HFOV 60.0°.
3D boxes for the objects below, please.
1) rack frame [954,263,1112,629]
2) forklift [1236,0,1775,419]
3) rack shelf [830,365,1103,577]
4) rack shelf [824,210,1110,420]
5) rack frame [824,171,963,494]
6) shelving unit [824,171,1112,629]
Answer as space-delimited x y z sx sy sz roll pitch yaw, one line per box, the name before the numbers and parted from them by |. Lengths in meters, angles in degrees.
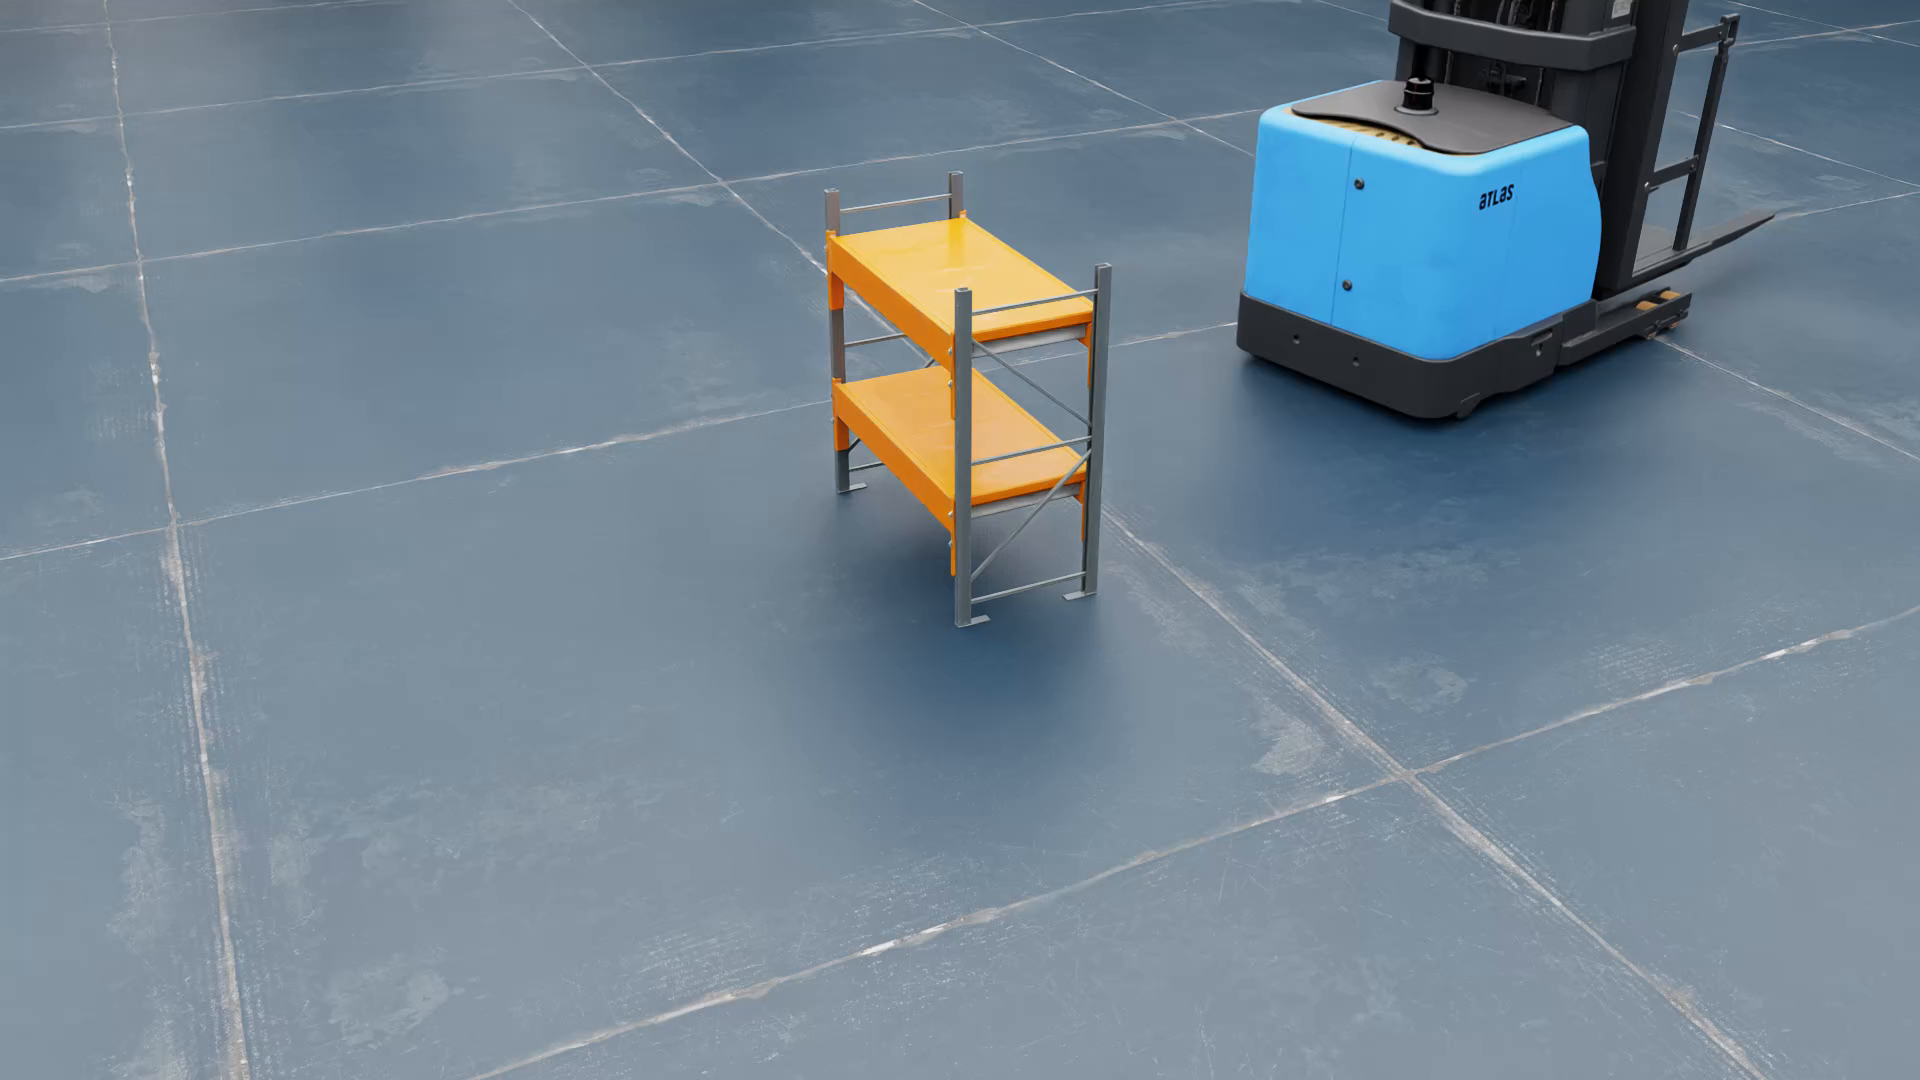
rack frame | 0.215 -0.269 5.080 0.500 1.125 0.032 -13 32 -22
forklift | 2.629 -2.337 6.921 3.031 2.935 1.130 -22 36 -34
rack shelf | -0.003 -0.280 5.600 0.538 0.278 1.000 -13 32 -22
rack shelf | -0.003 -0.749 5.337 0.538 0.278 1.000 -13 32 -22
rack frame | -0.221 -0.718 5.881 0.500 1.125 0.032 -13 32 -22
shelving unit | -0.003 -0.494 5.480 0.538 1.125 1.048 -13 32 -22
